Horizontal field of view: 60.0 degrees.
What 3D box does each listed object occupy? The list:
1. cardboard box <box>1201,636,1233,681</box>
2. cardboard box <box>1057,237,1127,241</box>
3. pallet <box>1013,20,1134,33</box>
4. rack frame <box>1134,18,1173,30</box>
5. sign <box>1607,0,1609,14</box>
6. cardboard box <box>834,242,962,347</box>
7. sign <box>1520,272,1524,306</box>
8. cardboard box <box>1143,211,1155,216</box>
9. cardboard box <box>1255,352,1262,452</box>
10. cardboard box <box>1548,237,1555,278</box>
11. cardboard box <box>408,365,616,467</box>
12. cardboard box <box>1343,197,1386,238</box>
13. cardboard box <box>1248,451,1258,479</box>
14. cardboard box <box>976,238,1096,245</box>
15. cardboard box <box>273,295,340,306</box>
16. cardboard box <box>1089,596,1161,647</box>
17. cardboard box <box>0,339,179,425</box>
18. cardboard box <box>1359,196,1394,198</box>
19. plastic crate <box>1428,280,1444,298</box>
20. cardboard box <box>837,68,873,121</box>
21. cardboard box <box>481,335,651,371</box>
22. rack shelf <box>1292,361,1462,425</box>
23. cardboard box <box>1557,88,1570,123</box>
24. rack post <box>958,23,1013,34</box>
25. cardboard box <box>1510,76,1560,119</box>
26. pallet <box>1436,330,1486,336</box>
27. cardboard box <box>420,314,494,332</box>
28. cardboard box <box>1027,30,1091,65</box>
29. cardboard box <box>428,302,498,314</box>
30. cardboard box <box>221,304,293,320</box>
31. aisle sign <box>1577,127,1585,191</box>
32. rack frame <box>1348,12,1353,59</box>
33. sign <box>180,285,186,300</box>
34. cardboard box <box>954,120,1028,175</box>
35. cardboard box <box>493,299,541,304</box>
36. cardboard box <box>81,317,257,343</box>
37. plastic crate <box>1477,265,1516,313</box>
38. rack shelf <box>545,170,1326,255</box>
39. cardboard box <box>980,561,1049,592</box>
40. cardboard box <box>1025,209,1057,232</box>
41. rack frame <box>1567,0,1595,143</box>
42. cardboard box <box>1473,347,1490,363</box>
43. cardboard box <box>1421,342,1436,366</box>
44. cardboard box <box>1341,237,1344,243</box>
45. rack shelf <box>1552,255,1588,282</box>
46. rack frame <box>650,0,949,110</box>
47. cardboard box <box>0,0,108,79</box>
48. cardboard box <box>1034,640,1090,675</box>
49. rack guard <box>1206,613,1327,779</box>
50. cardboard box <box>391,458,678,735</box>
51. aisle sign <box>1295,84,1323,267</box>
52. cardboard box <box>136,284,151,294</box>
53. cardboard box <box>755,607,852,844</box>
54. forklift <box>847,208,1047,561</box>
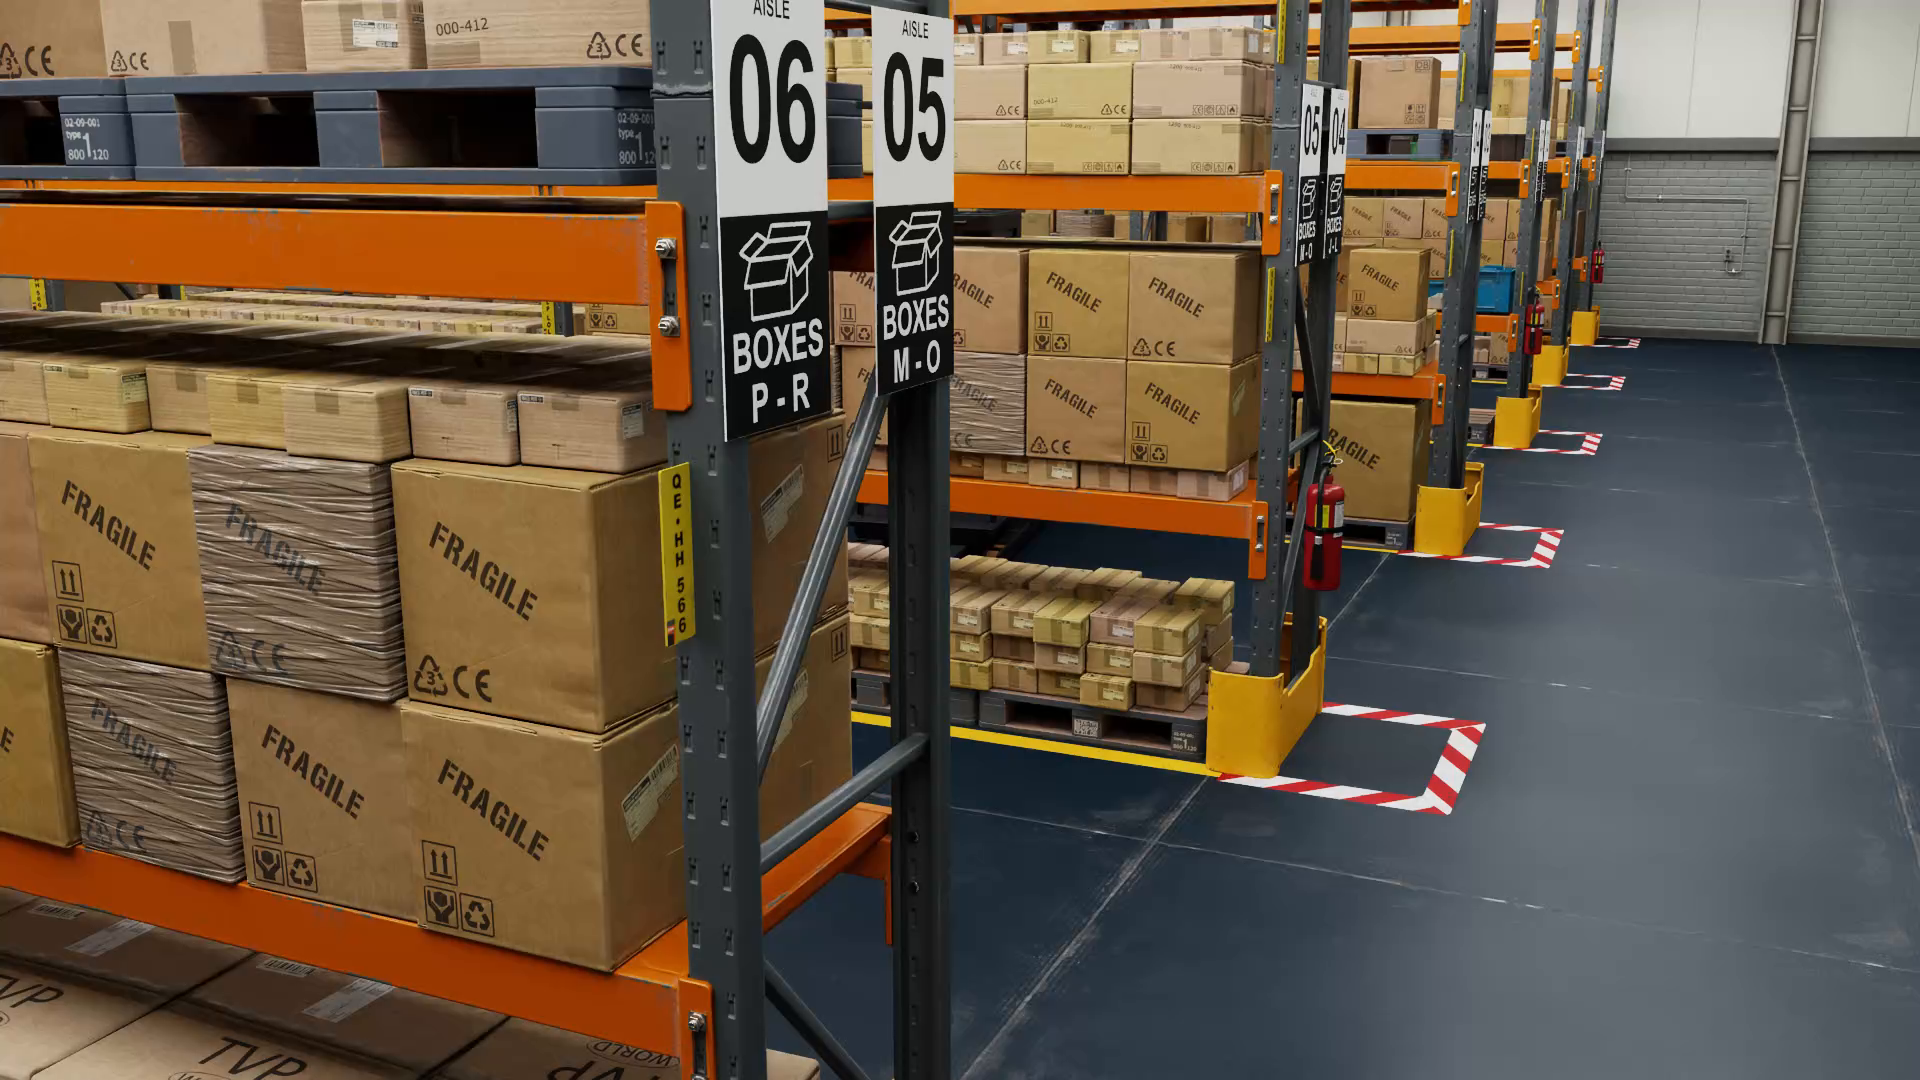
[{"bbox_3d":[1.284,0.618,8.874,0.250,0.149,0.380,6,15,24],"label":"cardboard box"},{"bbox_3d":[1.063,-2.249,13.811,0.500,0.500,0.500,6,14,24],"label":"cardboard box"},{"bbox_3d":[1.315,-5.585,18.147,1.213,0.211,1.003,6,14,23],"label":"pallet"},{"bbox_3d":[2.084,-5.802,17.781,0.127,3.000,1.000,6,14,23],"label":"rack frame"},{"bbox_3d":[9.521,-7.882,24.429,0.005,0.325,0.100,6,14,23],"label":"sign"},{"bbox_3d":[-0.313,-1.262,8.507,0.500,0.500,0.500,5,14,21],"label":"cardboard box"},{"bbox_3d":[5.533,-2.474,16.374,0.005,0.325,0.100,6,14,23],"label":"sign"},{"bbox_3d":[3.255,-5.375,28.180,0.500,0.500,0.500,6,15,25],"label":"cardboard box"},{"bbox_3d":[1.335,-0.742,8.483,0.500,0.500,0.500,7,15,26],"label":"cardboard box"},{"bbox_3d":[7.452,-3.690,21.695,0.500,0.500,0.500,6,15,24],"label":"cardboard box"},{"bbox_3d":[-0.930,-0.268,3.501,0.250,0.149,0.380,6,15,24],"label":"cardboard box"},{"bbox_3d":[5.352,-4.253,21.906,0.500,0.500,0.500,5,14,22],"label":"cardboard box"},{"bbox_3d":[1.470,-0.426,8.553,0.250,0.149,0.380,6,14,23],"label":"cardboard box"},{"bbox_3d":[0.400,-1.325,8.777,0.500,0.500,0.500,5,14,22],"label":"cardboard box"},{"bbox_3d":[-4.333,-1.540,11.081,0.250,0.149,0.380,6,15,25],"label":"cardboard box"},{"bbox_3d":[0.841,0.413,8.448,0.250,0.149,0.380,6,15,24],"label":"cardboard box"},{"bbox_3d":[-2.109,-0.384,3.997,0.250,0.149,0.380,6,15,25],"label":"cardboard box"},{"bbox_3d":[5.591,-4.364,22.381,0.500,0.500,0.500,6,14,24],"label":"cardboard box"},{"bbox_3d":[5.047,-2.611,17.551,0.300,0.233,0.416,6,14,23],"label":"plastic crate"},{"bbox_3d":[-0.282,-2.214,8.292,0.500,0.250,0.500,5,14,21],"label":"cardboard box"},{"bbox_3d":[-0.951,-0.406,4.090,0.250,0.149,0.380,6,15,25],"label":"cardboard box"},{"bbox_3d":[1.906,-1.311,13.351,4.000,0.370,1.077,6,14,23],"label":"rack shelf"},{"bbox_3d":[8.974,-6.596,25.283,0.500,0.500,0.500,6,14,23],"label":"cardboard box"},{"bbox_3d":[0.182,-5.719,18.523,0.954,0.300,0.937,8,15,29],"label":"rack post"},{"bbox_3d":[7.275,-5.585,21.016,0.500,0.500,0.700,6,14,23],"label":"cardboard box"},{"bbox_3d":[7.880,-3.393,26.754,1.213,0.211,1.003,6,14,23],"label":"pallet"},{"bbox_3d":[-2.951,-1.237,9.789,0.250,0.149,0.380,5,14,21],"label":"cardboard box"},{"bbox_3d":[0.505,-2.313,7.839,0.250,0.149,0.380,6,14,24],"label":"cardboard box"},{"bbox_3d":[-3.150,-1.420,10.569,0.250,0.149,0.380,6,14,23],"label":"cardboard box"},{"bbox_3d":[-4.377,-1.381,10.404,0.250,0.149,0.380,7,15,26],"label":"cardboard box"},{"bbox_3d":[7.932,-4.866,21.234,0.004,0.787,0.394,6,14,23],"label":"aisle sign"},{"bbox_3d":[6.097,-7.871,26.599,0.127,3.000,1.000,6,14,23],"label":"rack frame"},{"bbox_3d":[-5.470,-1.829,11.623,0.005,0.325,0.100,6,14,23],"label":"sign"},{"bbox_3d":[0.193,-1.918,8.126,0.500,0.250,0.500,6,15,26],"label":"cardboard box"},{"bbox_3d":[-4.089,-2.511,15.753,0.500,0.500,0.500,4,14,16],"label":"cardboard box"},{"bbox_3d":[-2.152,-0.515,4.555,0.250,0.149,0.380,6,14,23],"label":"cardboard box"},{"bbox_3d":[5.359,-2.549,16.844,0.499,0.435,0.616,6,14,23],"label":"plastic crate"},{"bbox_3d":[-0.195,-1.745,8.633,4.000,0.370,1.077,6,14,23],"label":"rack shelf"},{"bbox_3d":[0.303,0.241,9.181,0.250,0.149,0.380,6,15,25],"label":"cardboard box"},{"bbox_3d":[1.484,-5.671,29.173,0.500,0.500,0.700,4,14,18],"label":"cardboard box"},{"bbox_3d":[7.751,-6.466,20.611,0.127,3.000,1.000,6,14,23],"label":"rack frame"},{"bbox_3d":[6.820,-2.435,21.805,0.250,0.166,0.380,6,14,23],"label":"cardboard box"},{"bbox_3d":[3.544,-1.456,12.943,0.250,0.149,0.380,6,14,24],"label":"cardboard box"},{"bbox_3d":[4.919,-3.813,22.220,0.500,0.500,0.500,6,15,24],"label":"cardboard box"},{"bbox_3d":[7.925,-4.415,26.578,4.000,0.370,1.077,6,14,23],"label":"rack shelf"},{"bbox_3d":[-0.279,-2.327,2.974,0.127,3.000,1.000,6,14,23],"label":"rack frame"},{"bbox_3d":[-2.061,-1.386,4.174,0.500,0.500,0.500,6,15,24],"label":"cardboard box"},{"bbox_3d":[0.560,0.552,8.506,0.250,0.149,0.380,5,14,21],"label":"cardboard box"},{"bbox_3d":[1.564,0.760,8.421,0.348,0.500,1.175,6,14,23],"label":"rack guard"},{"bbox_3d":[-0.816,0.063,3.512,0.500,0.500,0.500,6,15,25],"label":"cardboard box"},{"bbox_3d":[1.579,-1.646,7.512,0.004,0.787,0.394,6,14,23],"label":"aisle sign"},{"bbox_3d":[-8.564,-2.914,17.735,0.500,0.500,0.875,6,14,23],"label":"cardboard box"},{"bbox_3d":[-0.601,0.440,4.093,0.500,0.500,0.500,6,14,23],"label":"cardboard box"},{"bbox_3d":[-0.169,-1.289,11.832,1.130,2.935,3.031,4,14,15],"label":"forklift"}]
